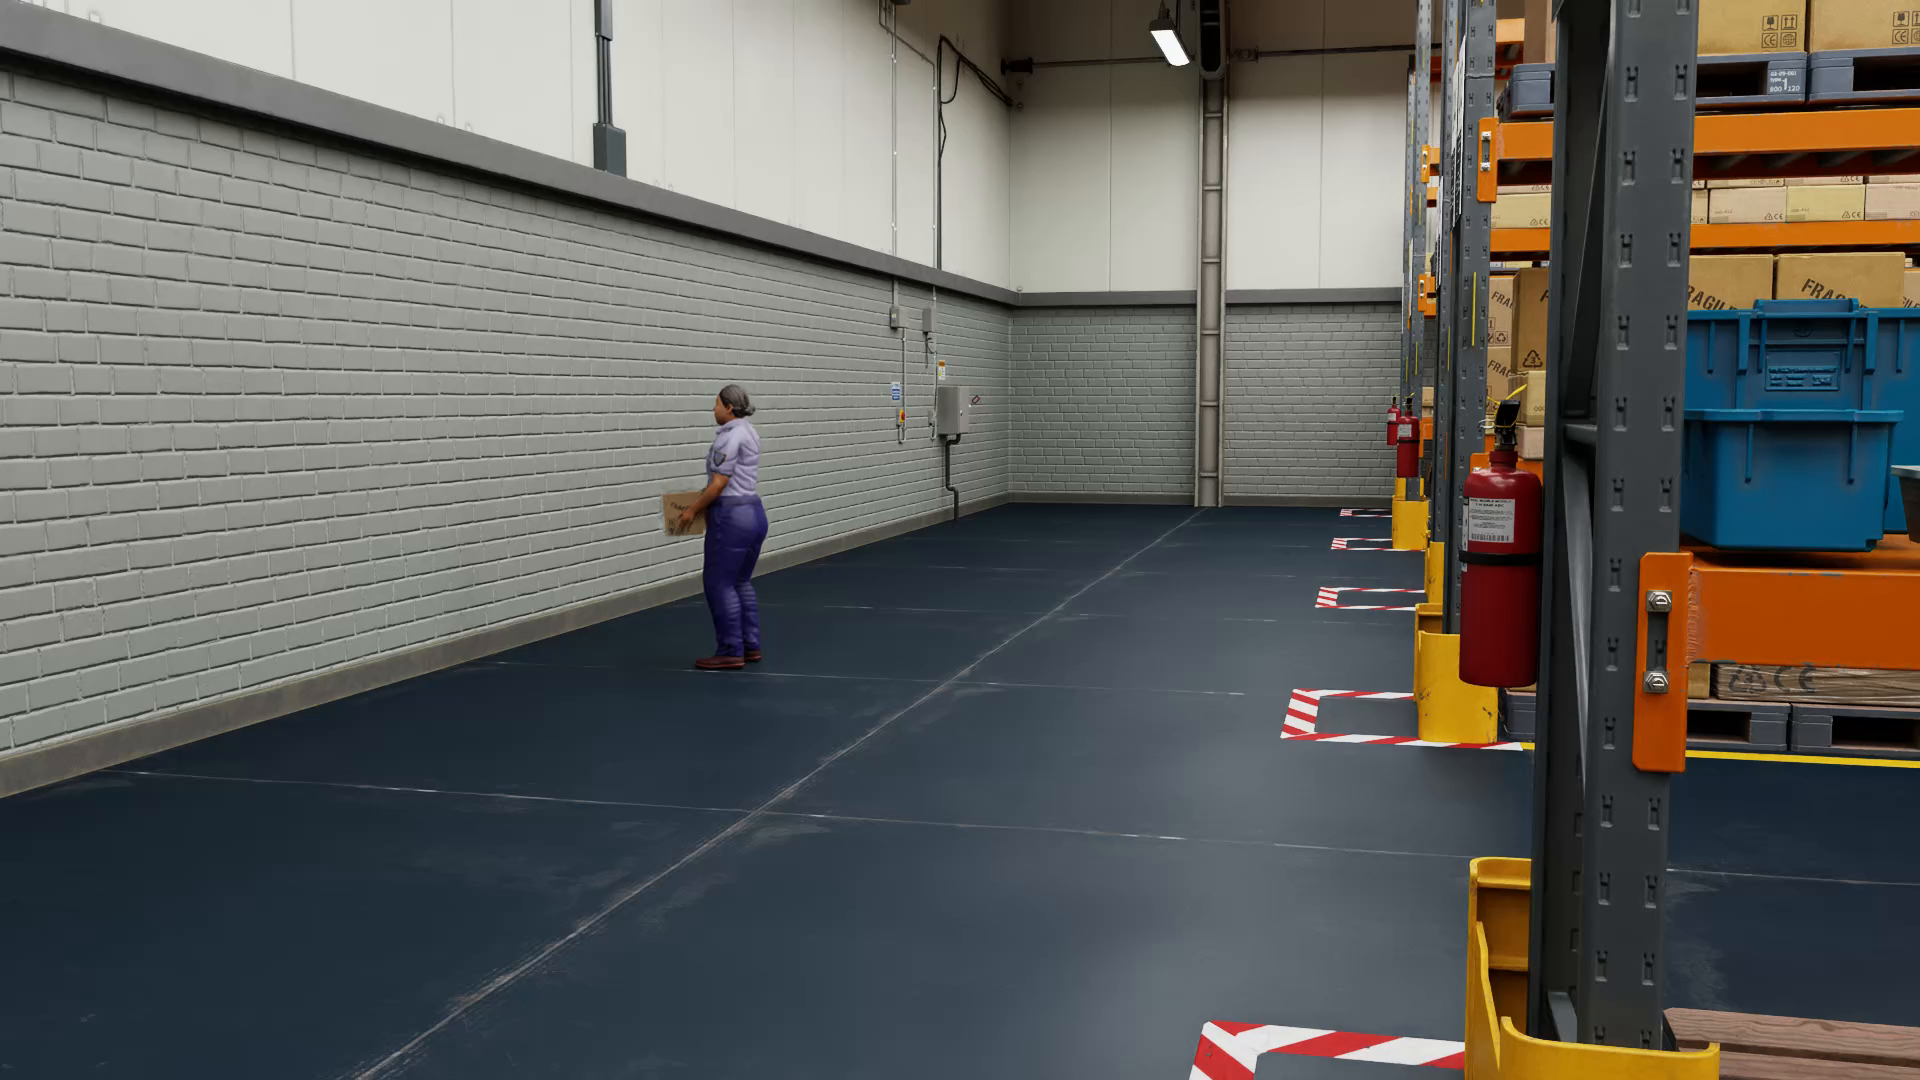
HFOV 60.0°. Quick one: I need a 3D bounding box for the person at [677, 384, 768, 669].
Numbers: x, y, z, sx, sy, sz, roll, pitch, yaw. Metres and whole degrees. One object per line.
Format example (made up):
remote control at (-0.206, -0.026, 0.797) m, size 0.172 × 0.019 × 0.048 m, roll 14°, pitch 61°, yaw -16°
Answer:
person at (-1.393, -0.077, 9.791) m, size 0.476 × 1.639 × 0.487 m, roll 1°, pitch 5°, yaw 13°
